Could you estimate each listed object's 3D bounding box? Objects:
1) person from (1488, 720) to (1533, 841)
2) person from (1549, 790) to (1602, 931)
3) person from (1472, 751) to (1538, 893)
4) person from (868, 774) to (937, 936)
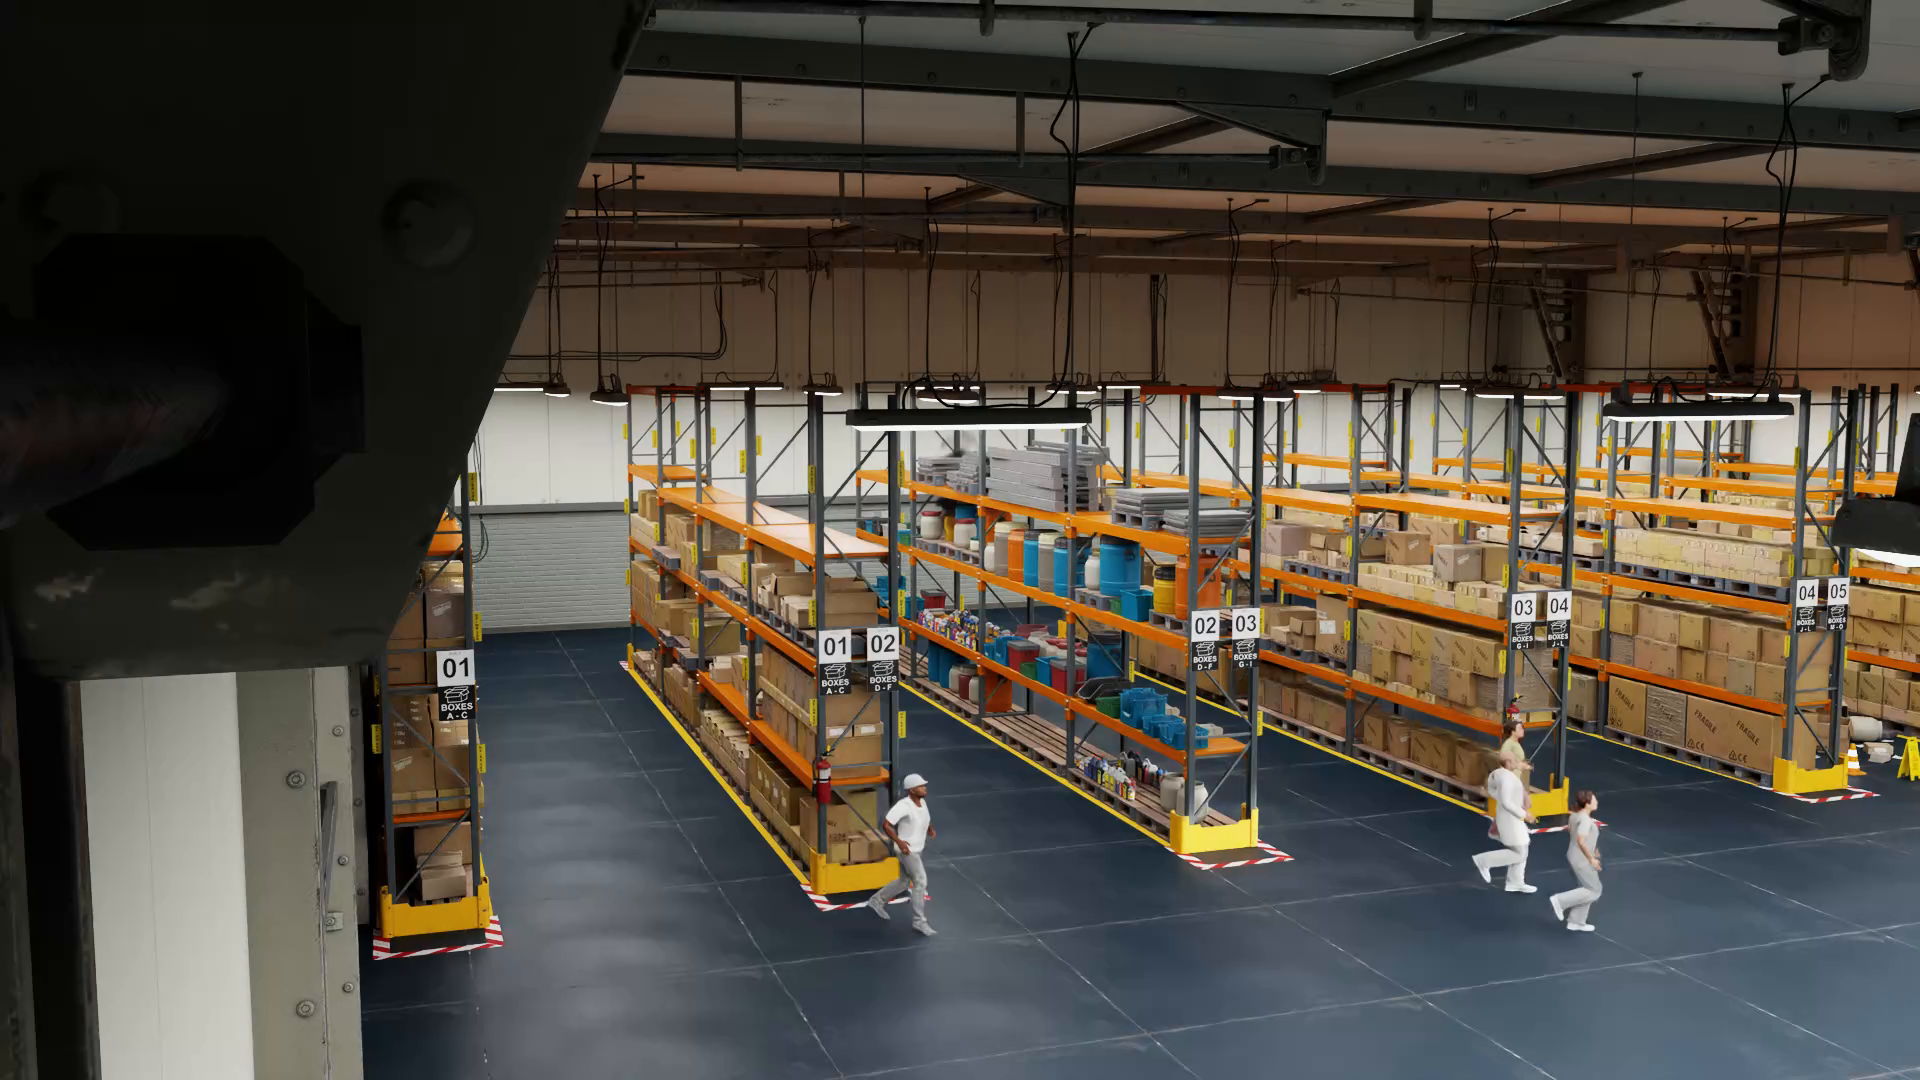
[{"bbox_3d":[7.435,3.220,22.313,0.552,1.623,0.595,4,7,36],"label":"person"},{"bbox_3d":[6.938,3.605,18.713,0.599,1.618,0.552,1,6,6],"label":"person"},{"bbox_3d":[6.586,3.417,20.088,0.789,1.697,0.708,1,6,6],"label":"person"},{"bbox_3d":[-0.622,3.514,18.820,0.854,1.795,0.697,2,6,17],"label":"person"}]
